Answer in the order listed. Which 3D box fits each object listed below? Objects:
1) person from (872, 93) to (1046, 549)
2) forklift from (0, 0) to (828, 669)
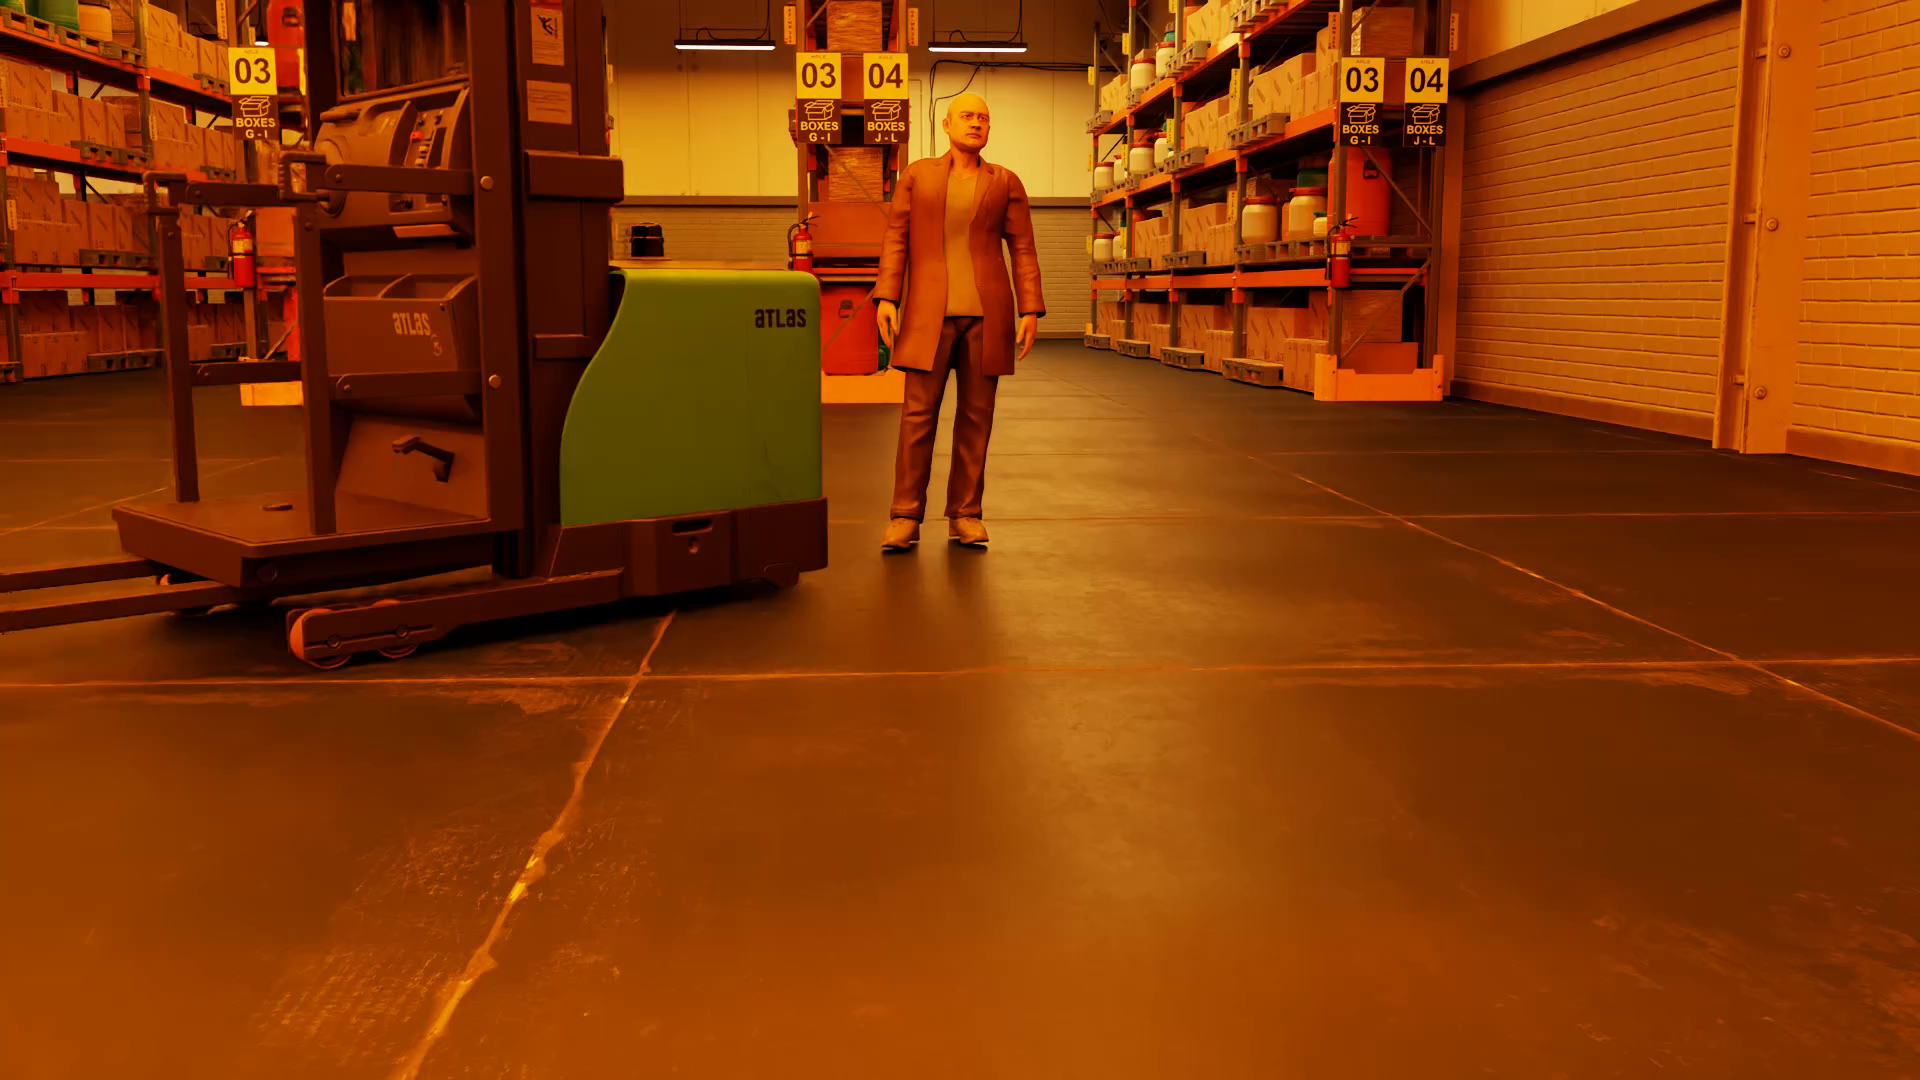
[{"bbox_3d":[0.001,-0.874,6.588,0.698,1.777,0.581,-1,8,-4],"label":"person"},{"bbox_3d":[-1.861,-1.187,4.827,3.031,2.935,1.130,-8,12,-44],"label":"forklift"}]
